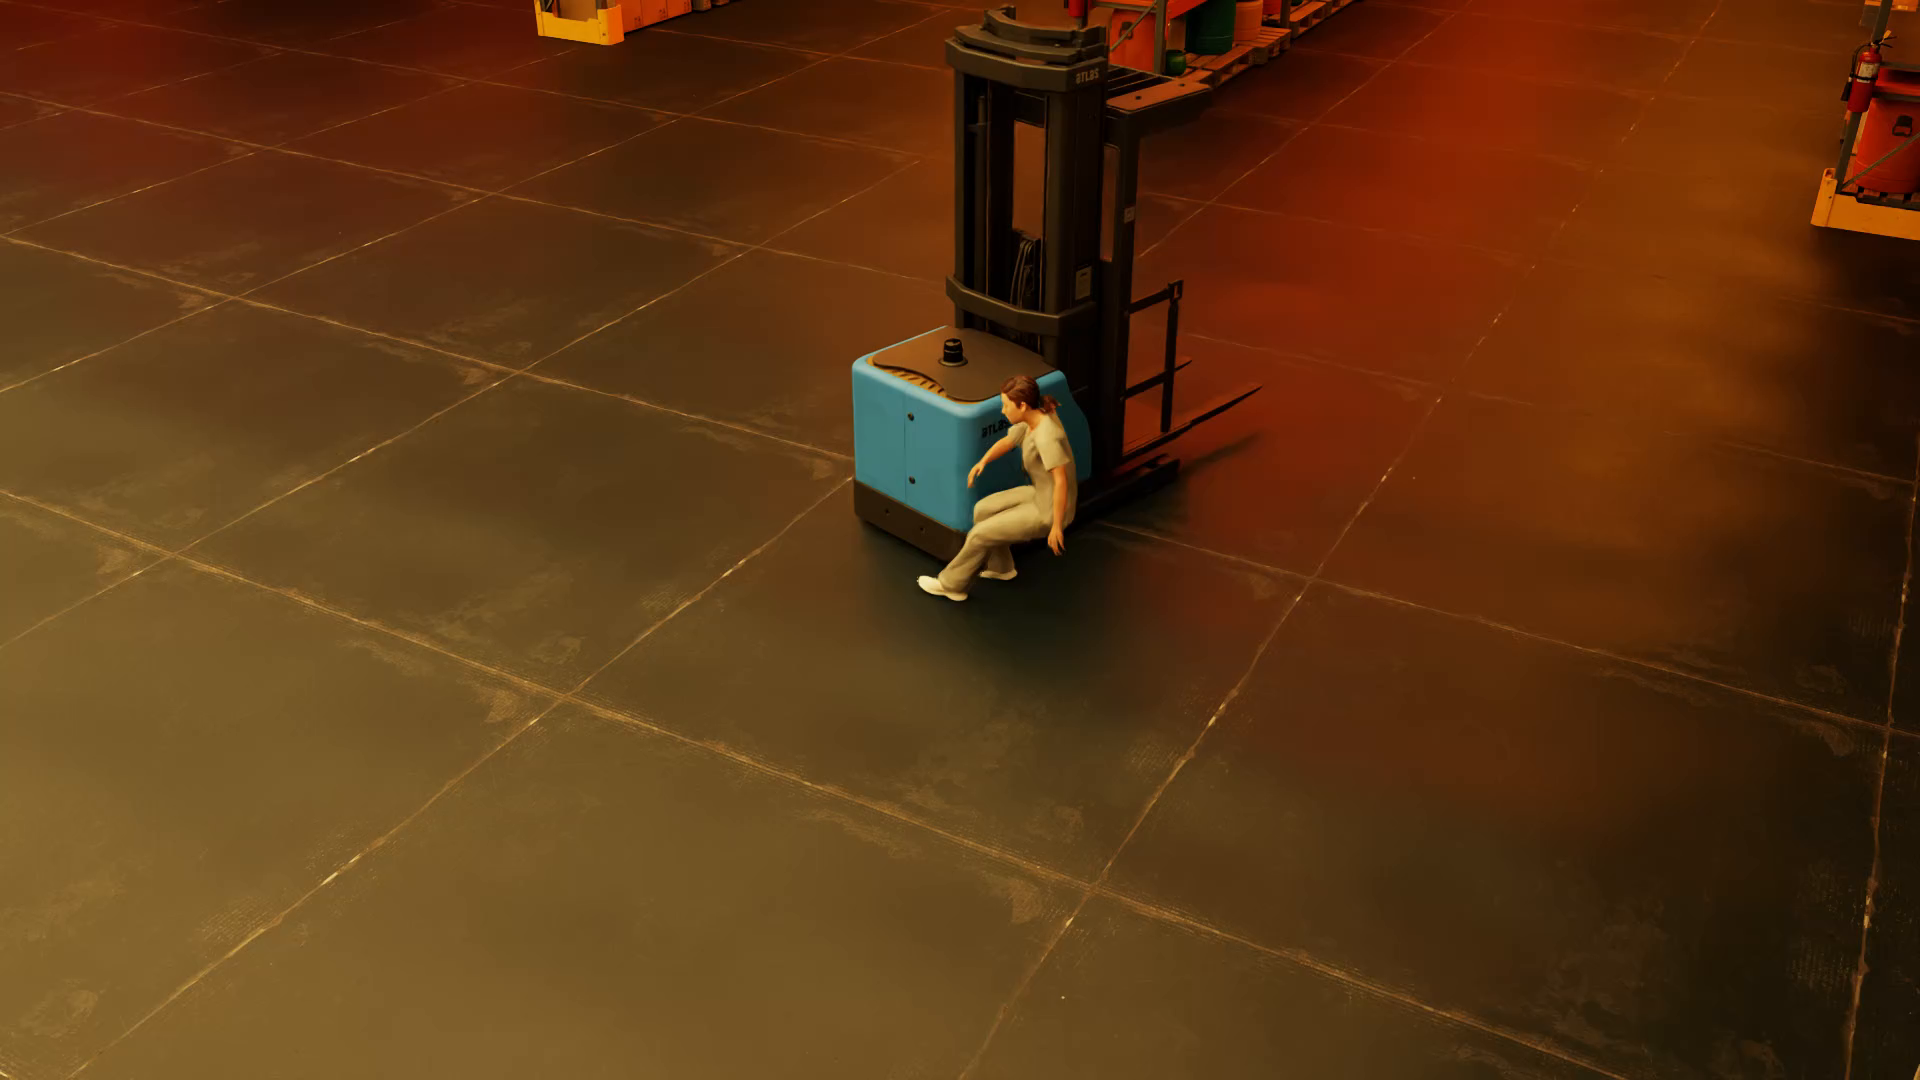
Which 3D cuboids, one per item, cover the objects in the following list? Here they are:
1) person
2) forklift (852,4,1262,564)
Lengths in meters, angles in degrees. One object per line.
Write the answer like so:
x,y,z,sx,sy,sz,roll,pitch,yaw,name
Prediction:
0.199,-0.204,9.026,0.873,1.445,0.824,0,30,0,person
0.758,-1.730,10.069,3.031,2.935,1.130,-26,39,-37,forklift
